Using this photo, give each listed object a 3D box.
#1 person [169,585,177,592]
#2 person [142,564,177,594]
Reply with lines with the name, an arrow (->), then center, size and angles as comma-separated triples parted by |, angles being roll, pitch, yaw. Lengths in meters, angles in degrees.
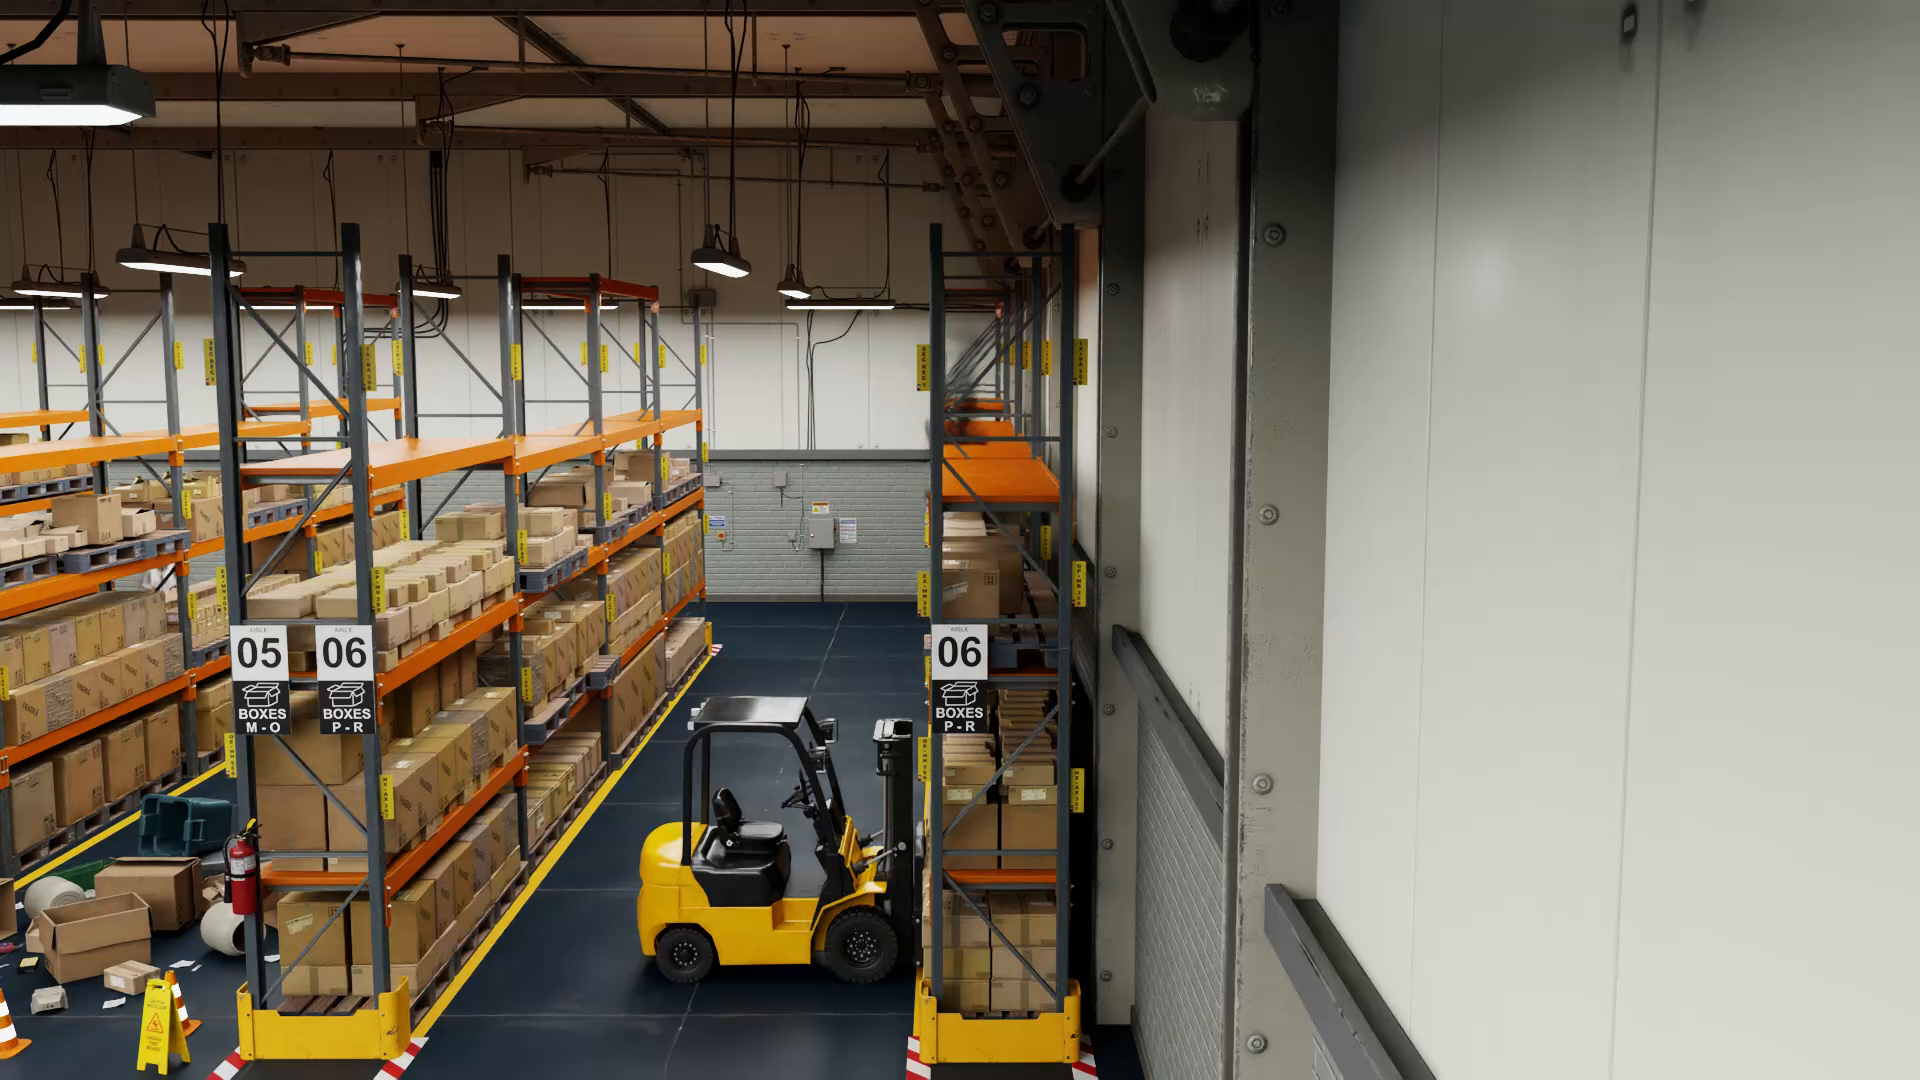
person -> -11.602, 1.479, 24.692 | 0.573, 1.628, 0.758 | -1, 7, -5
person -> -13.403, 1.021, 28.041 | 0.668, 1.781, 0.955 | -2, 7, -16
